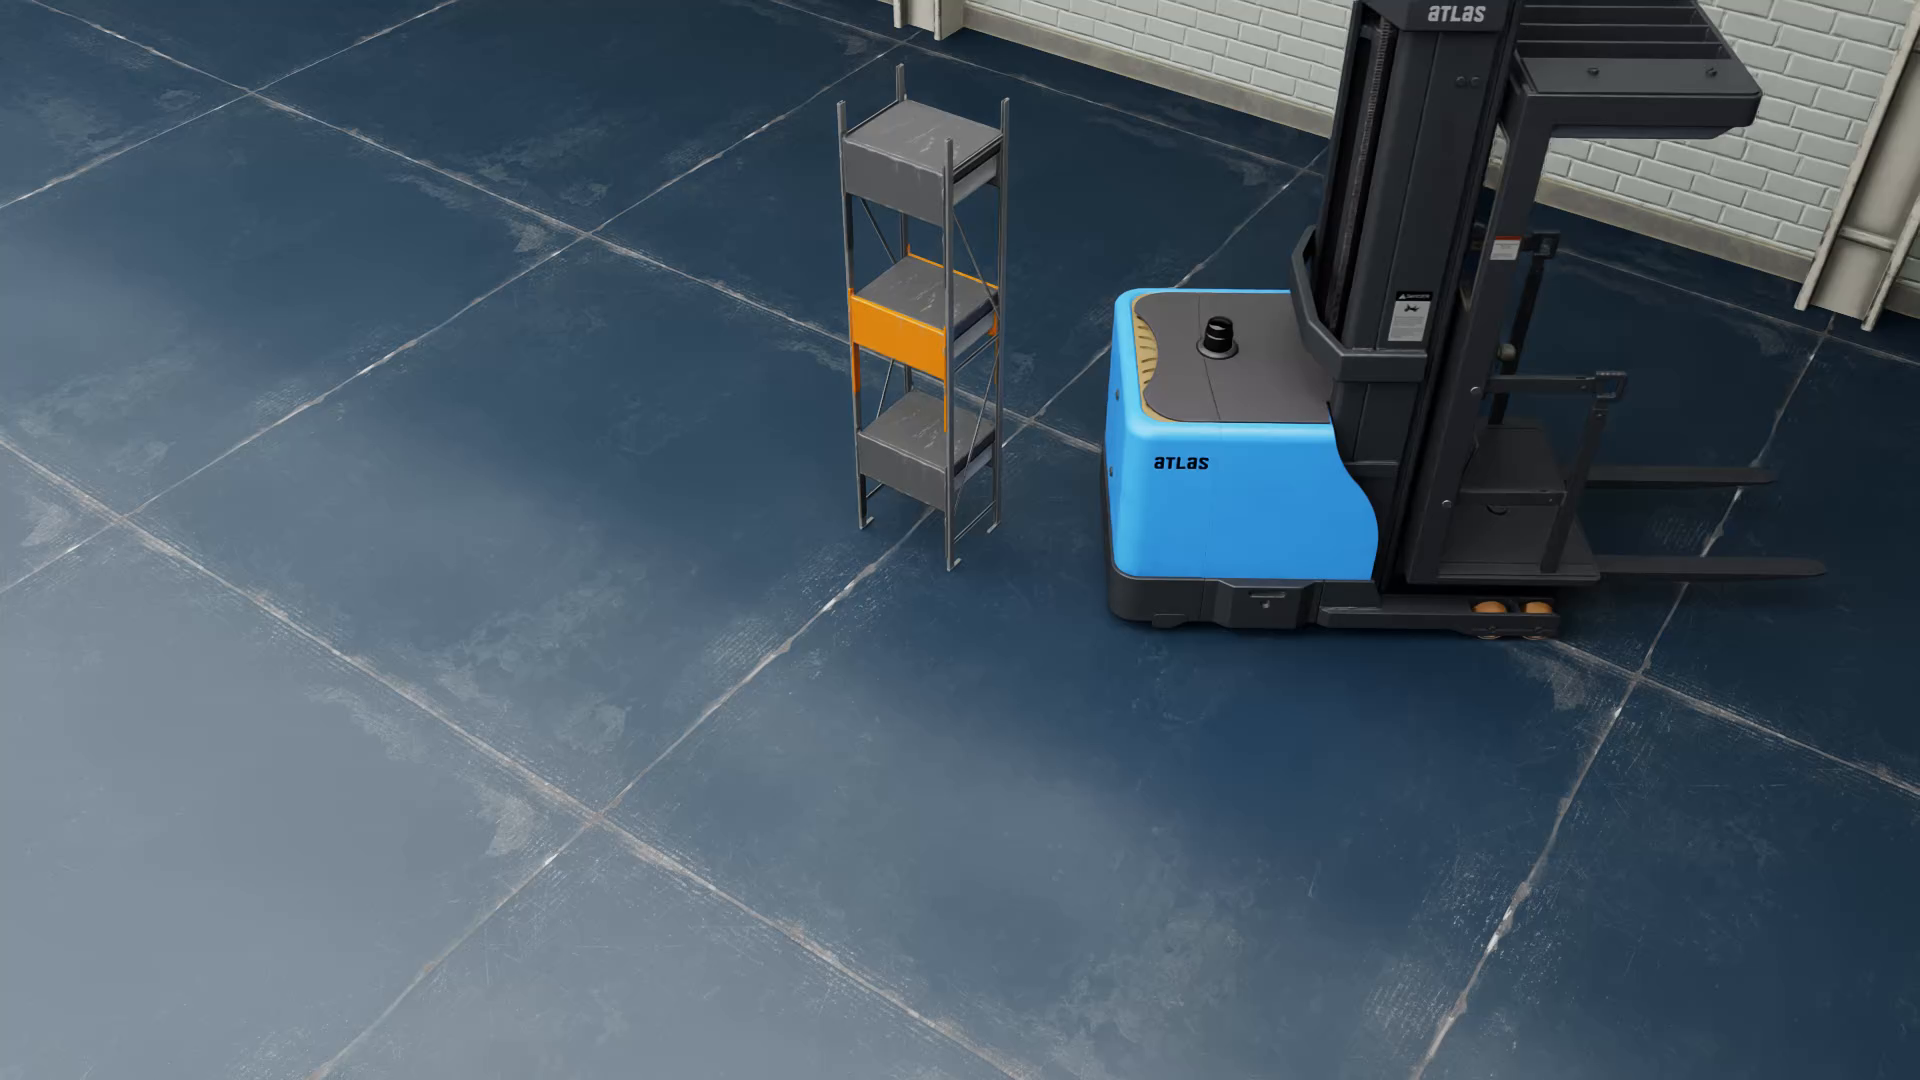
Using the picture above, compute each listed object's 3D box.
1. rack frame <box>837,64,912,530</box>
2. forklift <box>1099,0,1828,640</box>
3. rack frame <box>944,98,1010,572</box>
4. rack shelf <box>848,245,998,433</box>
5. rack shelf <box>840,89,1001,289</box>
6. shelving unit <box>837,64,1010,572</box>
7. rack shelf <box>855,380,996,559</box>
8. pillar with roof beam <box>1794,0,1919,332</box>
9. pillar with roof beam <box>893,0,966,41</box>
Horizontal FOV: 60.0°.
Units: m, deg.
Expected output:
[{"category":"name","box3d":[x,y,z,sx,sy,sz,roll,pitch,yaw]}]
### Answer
[{"category":"rack frame","box3d":[-0.335,-0.939,6.973,0.015,2.100,0.400,25,48,25]},{"category":"forklift","box3d":[2.154,-1.031,6.452,3.031,2.935,1.130,1,42,1]},{"category":"rack frame","box3d":[0.064,-0.752,6.765,0.015,2.100,0.400,25,48,25]},{"category":"rack shelf","box3d":[-0.136,-0.836,6.878,0.480,0.518,0.431,25,48,25]},{"category":"rack shelf","box3d":[-0.136,-1.357,6.411,0.480,0.518,0.431,25,48,25]},{"category":"shelving unit","box3d":[-0.136,-0.846,6.869,0.503,2.100,0.431,25,48,25]},{"category":"rack shelf","box3d":[-0.136,-0.314,7.345,0.480,0.518,0.431,25,48,25]},{"category":"pillar with roof beam","box3d":[2.233,-2.253,3.267,0.400,9.000,9.100,25,48,25]},{"category":"pillar with roof beam","box3d":[-2.680,-4.550,5.835,0.400,9.000,9.100,25,48,25]}]
